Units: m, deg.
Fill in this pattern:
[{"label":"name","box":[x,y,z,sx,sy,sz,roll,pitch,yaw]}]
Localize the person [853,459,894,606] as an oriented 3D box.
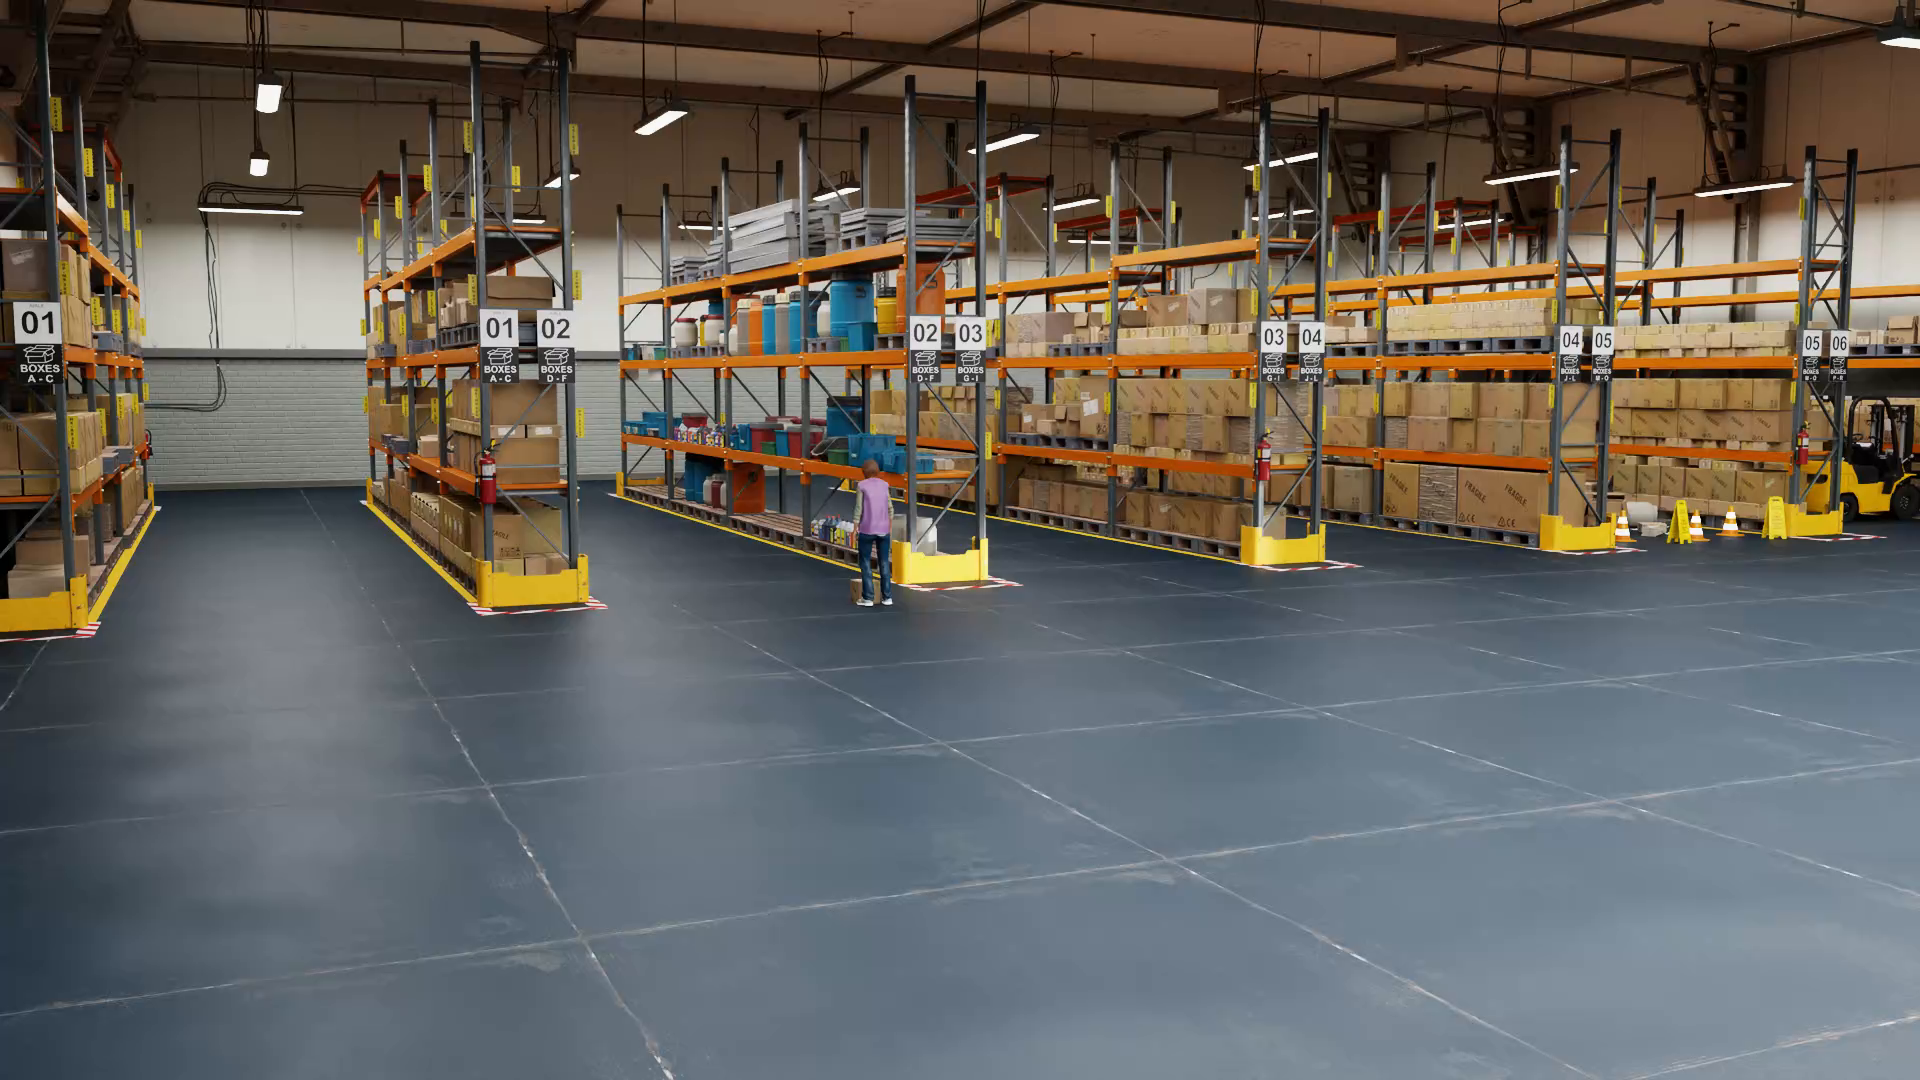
[{"label":"person","box":[-0.939,-0.081,18.036,0.462,1.594,0.343,-2,6,-23]}]
